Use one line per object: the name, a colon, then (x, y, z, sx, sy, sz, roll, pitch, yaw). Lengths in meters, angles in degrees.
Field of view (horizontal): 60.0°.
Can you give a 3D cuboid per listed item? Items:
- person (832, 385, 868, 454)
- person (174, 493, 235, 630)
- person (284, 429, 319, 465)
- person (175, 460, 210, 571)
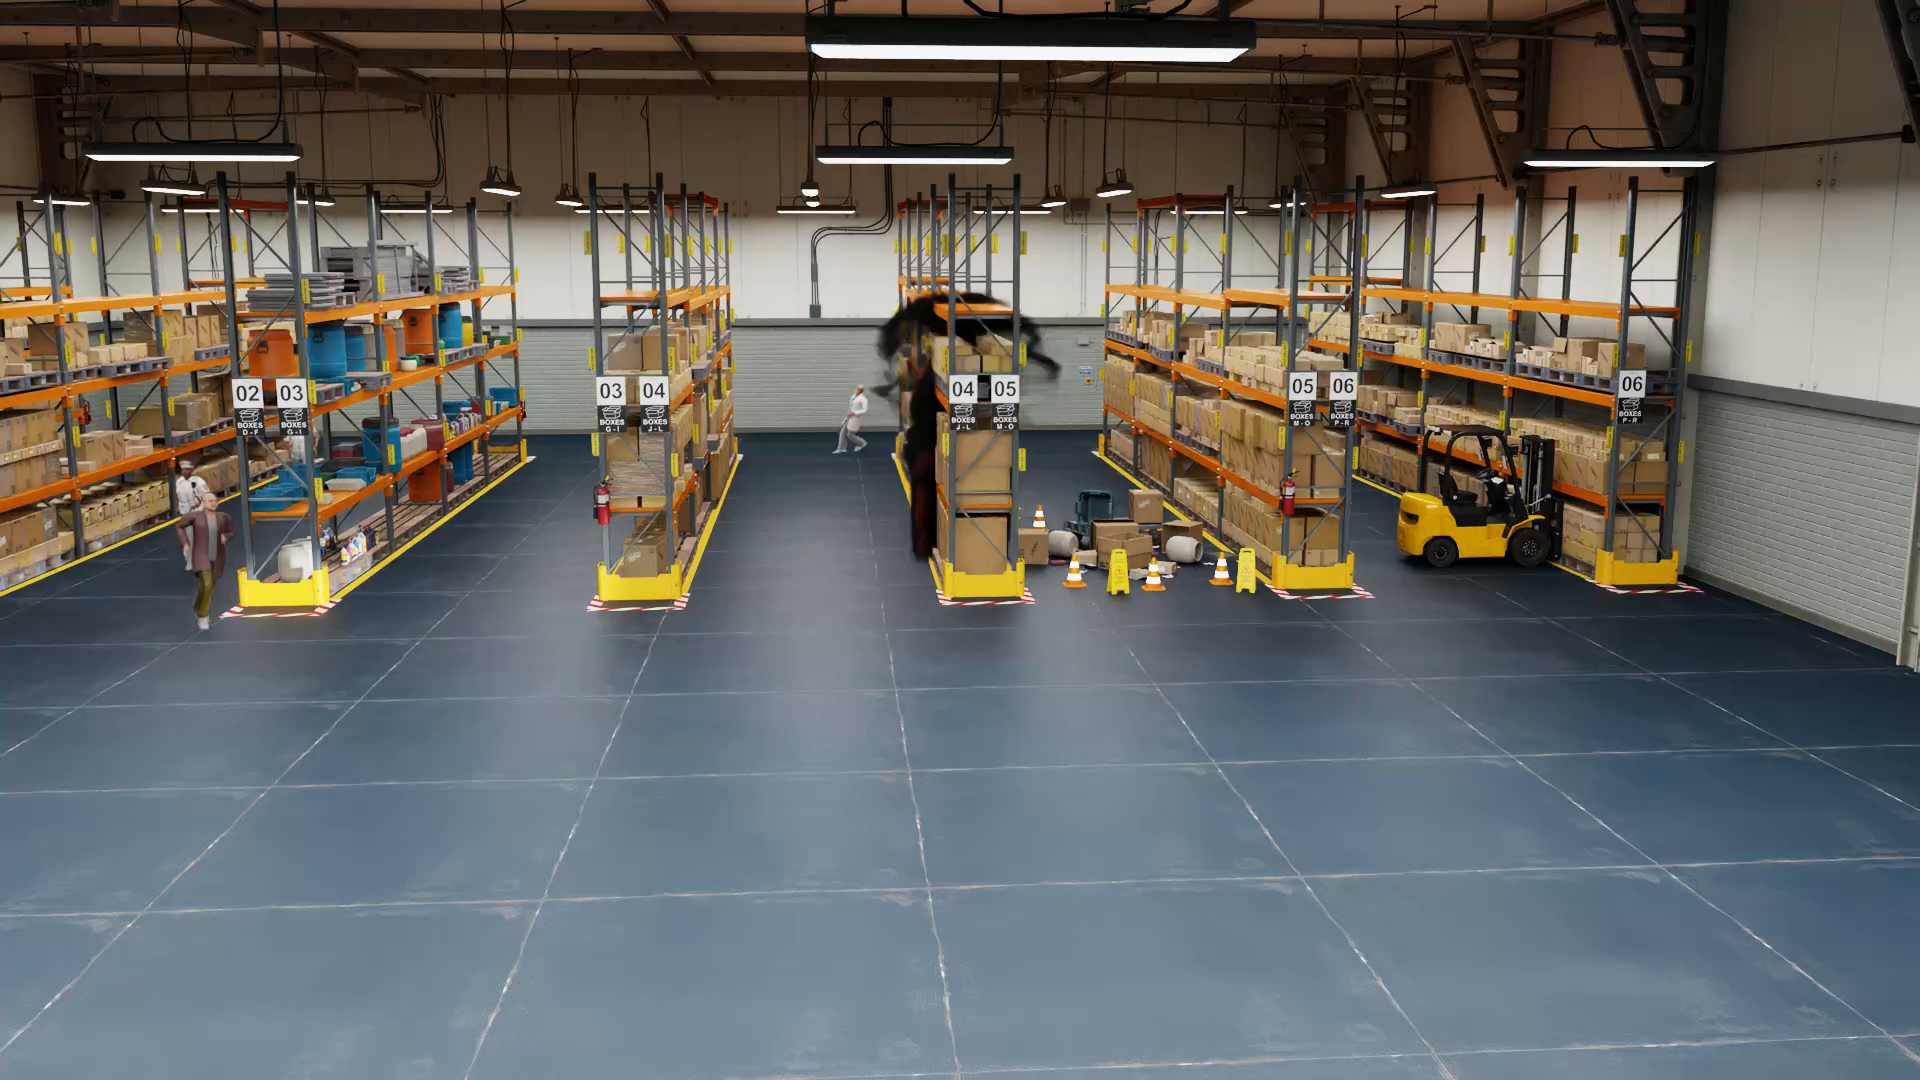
person: (-2.594, -2.912, 40.338, 0.831, 1.713, 0.784, -6, 12, -30)
person: (-10.050, 0.273, 22.250, 0.822, 1.823, 0.692, 9, 14, 42)
person: (-12.963, -1.618, 32.761, 0.608, 1.813, 0.909, -1, 10, -8)
person: (-12.029, -0.426, 26.113, 0.573, 1.696, 0.859, -2, 10, -10)
